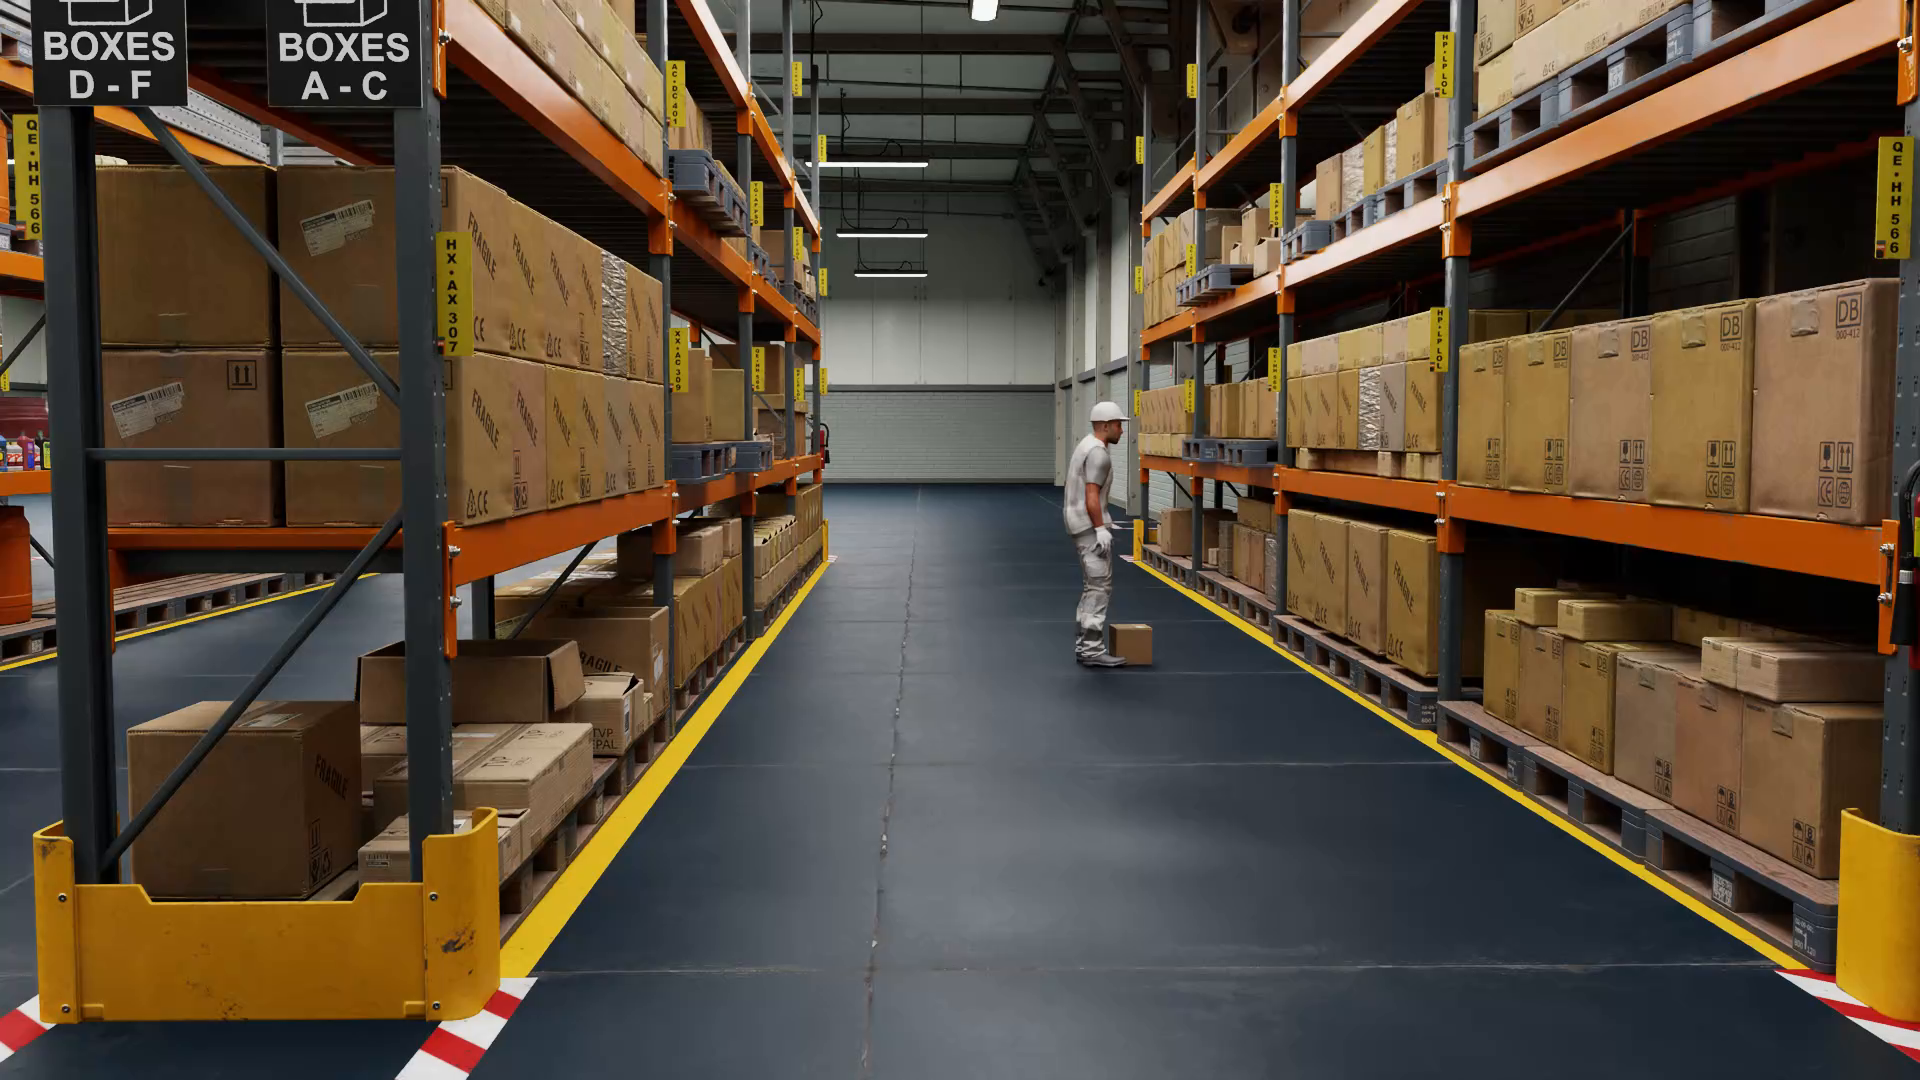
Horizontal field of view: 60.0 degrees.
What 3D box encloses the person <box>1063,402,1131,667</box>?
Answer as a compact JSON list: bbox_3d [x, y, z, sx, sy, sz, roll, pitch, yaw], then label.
[{"bbox_3d":[0.934,-0.047,11.295,0.453,1.778,0.605,0,4,-1],"label":"person"}]
